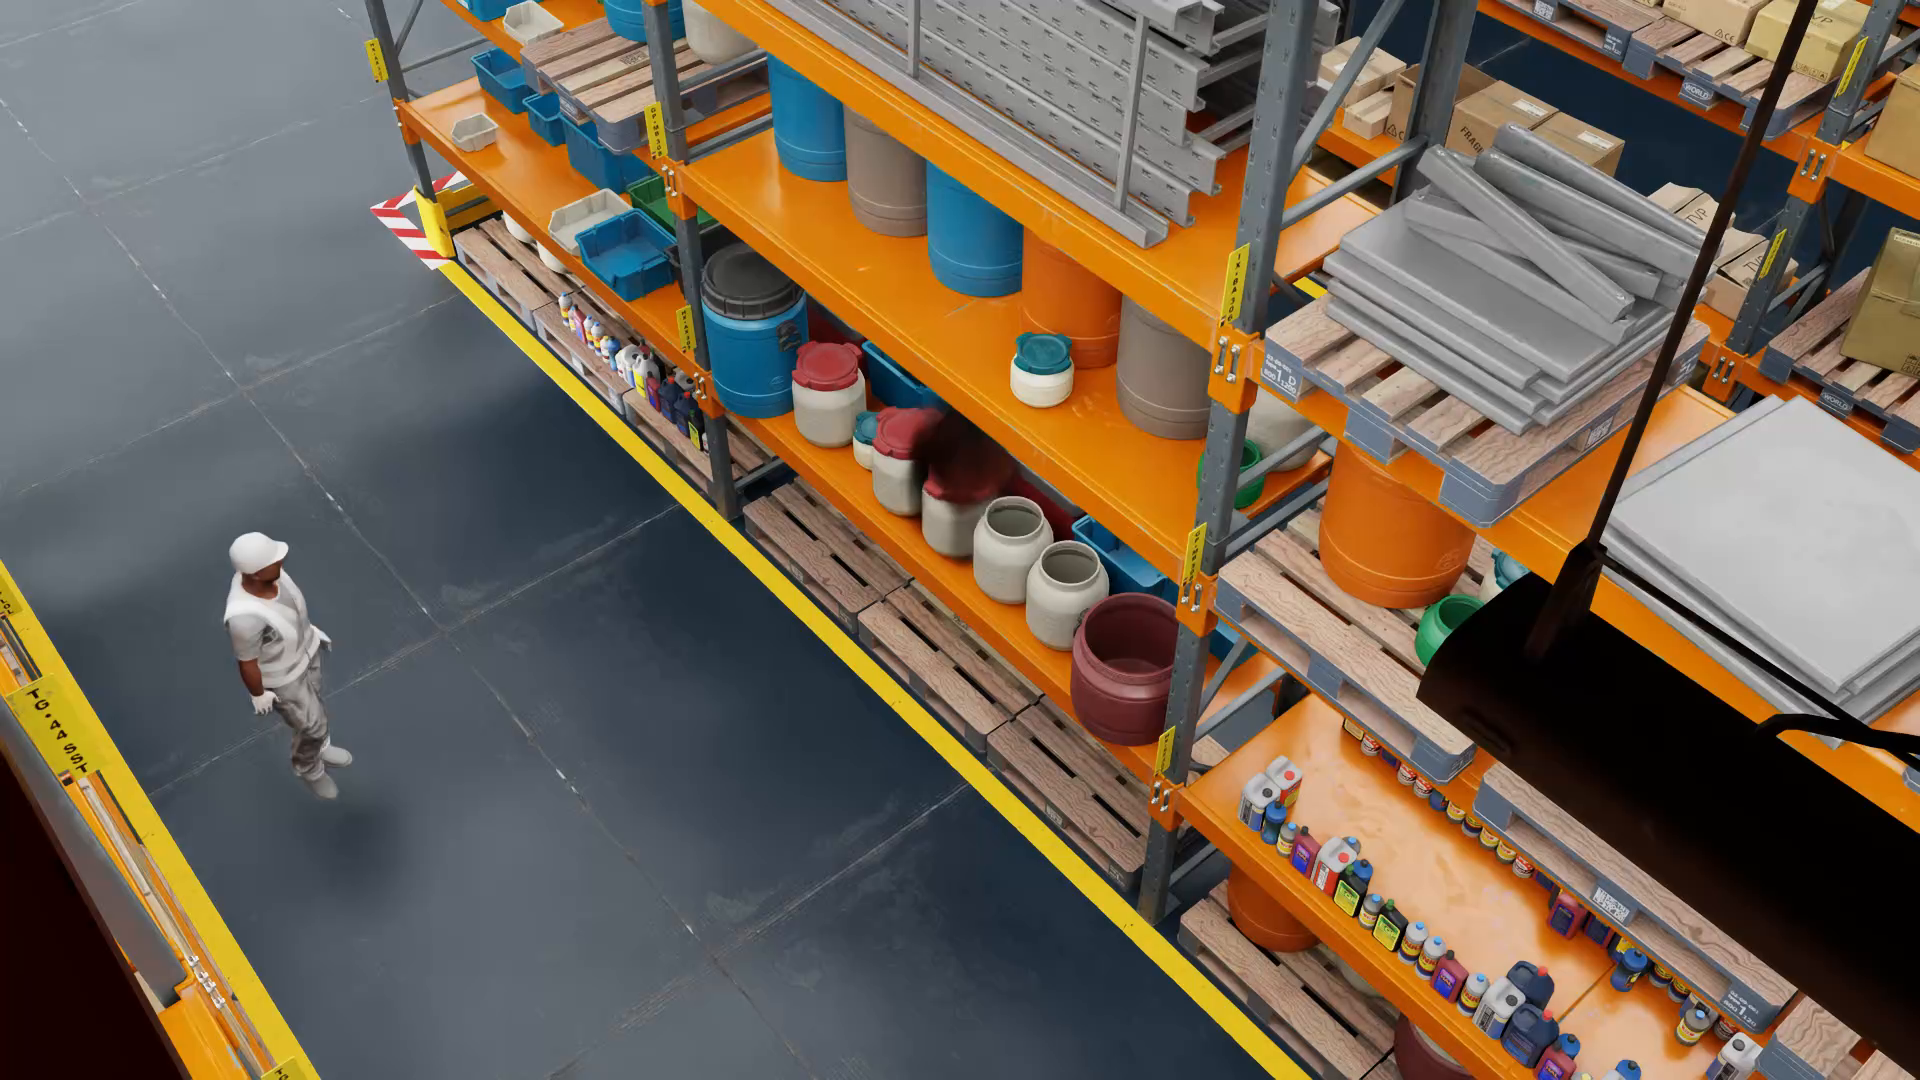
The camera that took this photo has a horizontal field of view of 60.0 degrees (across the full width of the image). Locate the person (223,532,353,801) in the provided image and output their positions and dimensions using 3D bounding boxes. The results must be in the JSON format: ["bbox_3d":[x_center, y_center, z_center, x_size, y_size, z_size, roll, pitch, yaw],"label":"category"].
[{"bbox_3d":[-3.532,0.679,8.740,0.384,1.868,0.575,9,47,8],"label":"person"}]
